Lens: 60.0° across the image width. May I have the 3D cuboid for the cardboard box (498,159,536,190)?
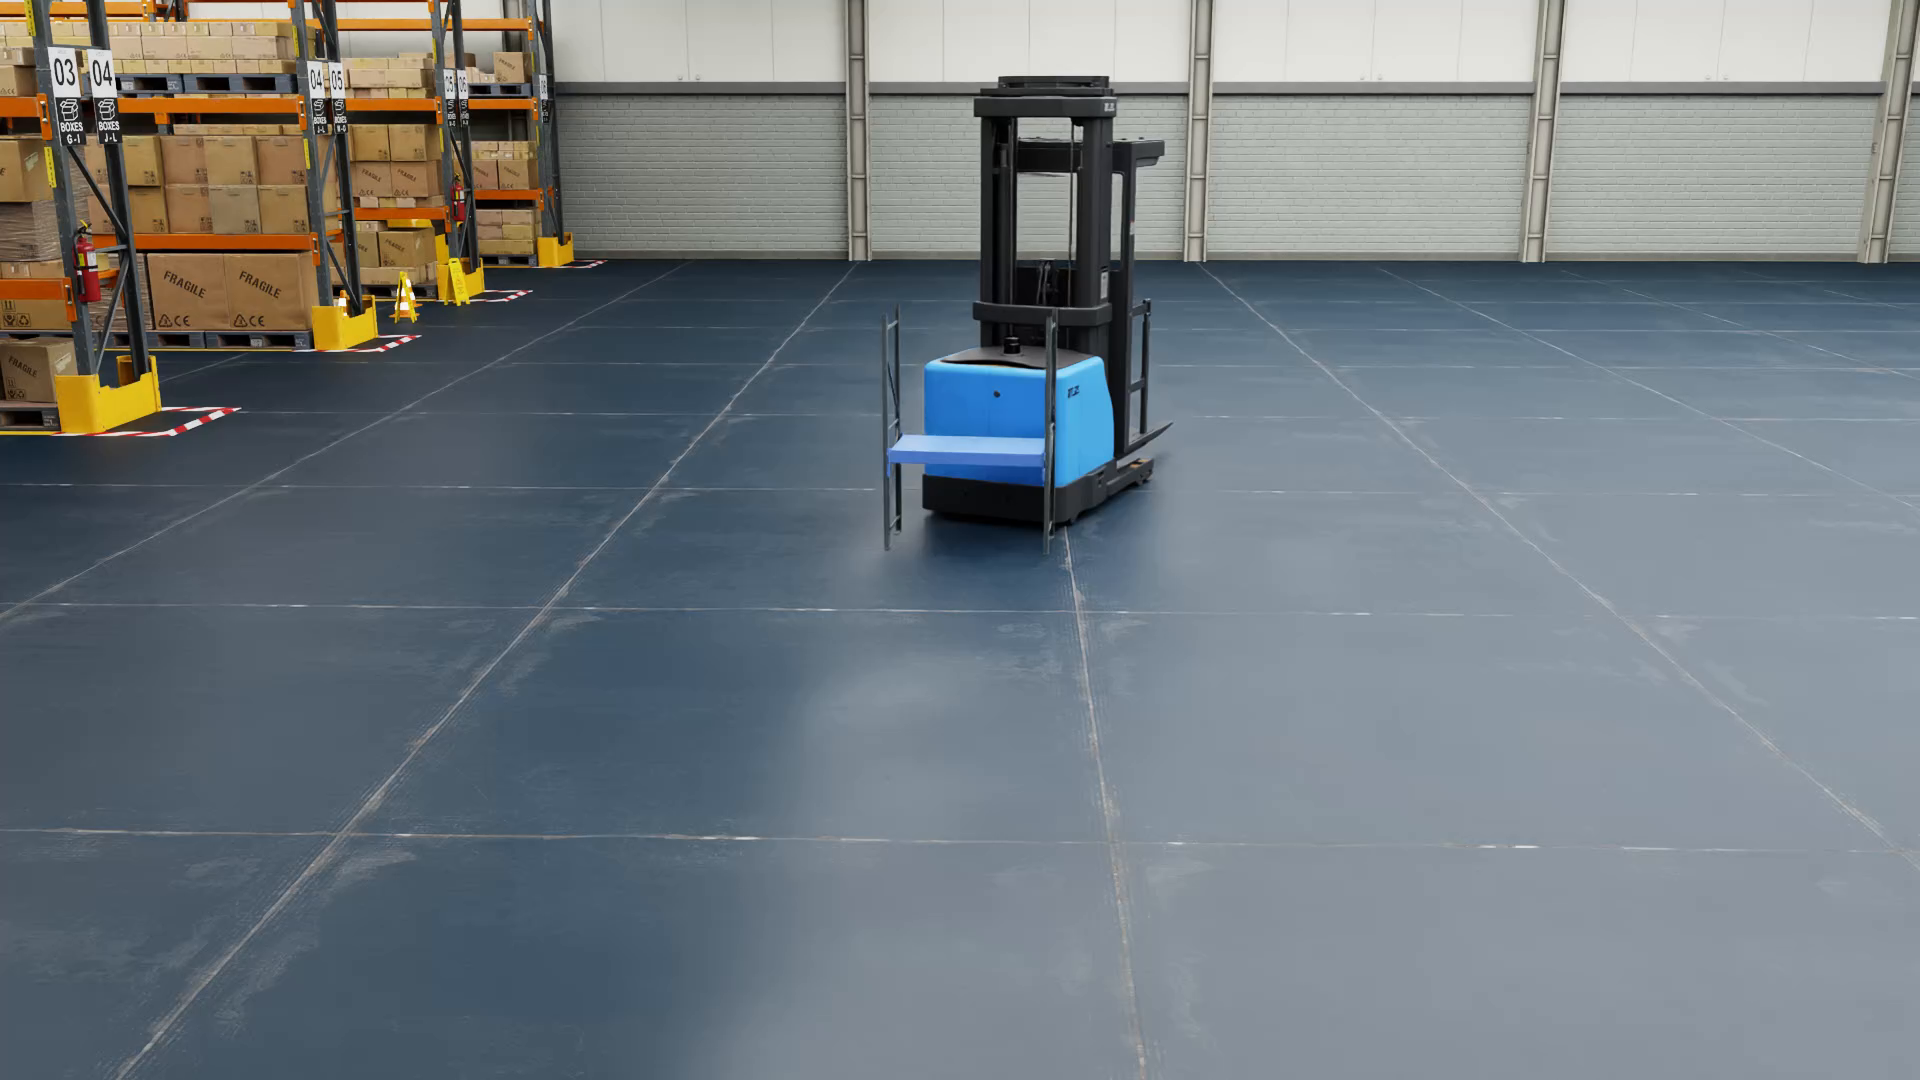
[{"bbox_3d":[-7.620,-6.293,28.615,0.500,0.500,0.500,0,15,0],"label":"cardboard box"}]

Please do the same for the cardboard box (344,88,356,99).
[{"bbox_3d":[-8.625,-6.314,23.505,0.250,0.149,0.380,0,15,1],"label":"cardboard box"}]

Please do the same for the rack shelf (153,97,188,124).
[{"bbox_3d":[-13.243,-6.184,23.929,4.000,0.370,1.077,0,15,1],"label":"rack shelf"}]

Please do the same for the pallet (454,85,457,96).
[{"bbox_3d":[-9.050,-7.734,28.568,1.213,0.211,1.003,0,15,1],"label":"pallet"}]

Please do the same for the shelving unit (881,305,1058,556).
[{"bbox_3d":[0.068,-0.706,10.577,1.048,1.500,0.538,2,15,7],"label":"shelving unit"}]

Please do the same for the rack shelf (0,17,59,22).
[{"bbox_3d":[-17.118,-8.733,28.494,4.000,0.370,1.077,0,15,1],"label":"rack shelf"}]

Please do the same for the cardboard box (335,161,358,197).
[{"bbox_3d":[-8.795,-5.176,23.801,0.500,0.500,0.500,0,15,1],"label":"cardboard box"}]

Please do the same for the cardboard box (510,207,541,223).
[{"bbox_3d":[-7.597,-5.717,29.234,0.500,0.250,0.500,0,15,1],"label":"cardboard box"}]

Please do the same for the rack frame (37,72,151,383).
[{"bbox_3d":[-7.498,-2.515,14.493,0.127,3.000,1.000,0,15,1],"label":"rack frame"}]

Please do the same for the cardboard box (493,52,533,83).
[{"bbox_3d":[-7.570,-7.999,28.183,0.500,0.500,0.500,1,15,3],"label":"cardboard box"}]

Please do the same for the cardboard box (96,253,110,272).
[{"bbox_3d":[-7.777,-2.456,14.762,0.250,0.149,0.380,0,15,1],"label":"cardboard box"}]

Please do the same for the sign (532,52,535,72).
[{"bbox_3d":[-7.149,-8.010,27.860,0.005,0.325,0.100,0,15,1],"label":"sign"}]

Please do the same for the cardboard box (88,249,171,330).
[{"bbox_3d":[-9.741,-2.954,19.499,0.875,0.875,0.875,0,15,2],"label":"cardboard box"}]

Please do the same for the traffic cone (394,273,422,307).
[{"bbox_3d":[-7.707,-3.490,23.159,0.334,0.463,0.336,0,15,1],"label":"traffic cone"}]

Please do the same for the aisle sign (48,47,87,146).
[{"bbox_3d":[-7.443,-3.695,13.870,0.004,0.787,0.394,0,15,1],"label":"aisle sign"}]

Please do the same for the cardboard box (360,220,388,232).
[{"bbox_3d":[-8.421,-4.516,23.902,0.250,0.149,0.380,1,15,3],"label":"cardboard box"}]

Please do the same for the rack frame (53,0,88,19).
[{"bbox_3d":[-15.119,-9.261,28.302,0.127,3.000,1.000,0,15,1],"label":"rack frame"}]

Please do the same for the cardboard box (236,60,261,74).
[{"bbox_3d":[-7.863,-5.277,18.555,0.250,0.149,0.380,0,15,2],"label":"cardboard box"}]

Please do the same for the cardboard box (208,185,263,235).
[{"bbox_3d":[-8.192,-3.841,19.223,0.550,0.550,0.875,0,15,1],"label":"cardboard box"}]

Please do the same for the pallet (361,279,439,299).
[{"bbox_3d":[-8.132,-3.709,24.484,1.213,0.211,1.003,0,15,1],"label":"pallet"}]

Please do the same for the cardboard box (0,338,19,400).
[{"bbox_3d":[-8.720,-1.513,14.771,0.500,0.500,0.500,4,15,16],"label":"cardboard box"}]

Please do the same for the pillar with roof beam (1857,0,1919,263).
[{"bbox_3d":[16.088,-8.189,24.239,0.400,9.000,9.100,0,15,1],"label":"pillar with roof beam"}]

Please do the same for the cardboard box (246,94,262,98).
[{"bbox_3d":[-9.911,-6.327,23.553,0.250,0.149,0.380,0,15,0],"label":"cardboard box"}]

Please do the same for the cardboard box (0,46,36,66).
[{"bbox_3d":[-7.783,-4.008,13.784,0.250,0.149,0.380,0,15,1],"label":"cardboard box"}]

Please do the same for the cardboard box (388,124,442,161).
[{"bbox_3d":[-7.761,-5.666,23.695,0.500,0.500,0.700,0,15,0],"label":"cardboard box"}]

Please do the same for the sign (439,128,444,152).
[{"bbox_3d":[-7.279,-5.614,23.348,0.005,0.325,0.100,0,15,1],"label":"sign"}]

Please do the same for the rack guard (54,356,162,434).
[{"bbox_3d":[-7.574,-1.307,14.814,0.348,0.500,1.175,0,15,1],"label":"rack guard"}]

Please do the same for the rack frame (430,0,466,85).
[{"bbox_3d":[-7.245,-7.943,23.306,0.127,3.000,1.000,0,15,1],"label":"rack frame"}]

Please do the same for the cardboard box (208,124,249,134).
[{"bbox_3d":[-10.299,-5.677,23.738,0.500,0.500,0.700,0,15,2],"label":"cardboard box"}]

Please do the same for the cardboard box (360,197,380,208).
[{"bbox_3d":[-8.394,-4.843,23.809,0.250,0.149,0.380,1,15,2],"label":"cardboard box"}]

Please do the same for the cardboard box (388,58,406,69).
[{"bbox_3d":[-7.847,-6.695,23.386,0.250,0.149,0.380,1,15,2],"label":"cardboard box"}]

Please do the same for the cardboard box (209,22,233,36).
[{"bbox_3d":[-8.121,-5.664,18.460,0.250,0.149,0.380,1,15,2],"label":"cardboard box"}]

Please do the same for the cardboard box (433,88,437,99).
[{"bbox_3d":[-7.568,-6.456,24.043,0.250,0.149,0.380,0,15,1],"label":"cardboard box"}]

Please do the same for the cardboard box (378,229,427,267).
[{"bbox_3d":[-8.052,-4.217,24.041,0.500,0.500,0.500,0,15,2],"label":"cardboard box"}]

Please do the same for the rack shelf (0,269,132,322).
[{"bbox_3d":[-9.497,-2.180,14.634,4.000,0.370,1.077,0,15,1],"label":"rack shelf"}]

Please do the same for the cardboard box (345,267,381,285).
[{"bbox_3d":[-8.577,-3.858,24.149,0.500,0.250,0.500,0,15,2],"label":"cardboard box"}]

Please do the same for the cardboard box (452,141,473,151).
[{"bbox_3d":[-8.505,-6.745,28.475,0.250,0.149,0.380,1,15,3],"label":"cardboard box"}]

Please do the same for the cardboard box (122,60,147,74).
[{"bbox_3d":[-9.136,-5.285,18.586,0.250,0.149,0.380,1,15,2],"label":"cardboard box"}]

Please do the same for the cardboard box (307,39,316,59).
[{"bbox_3d":[-7.746,-5.621,19.077,0.500,0.250,0.500,0,15,1],"label":"cardboard box"}]

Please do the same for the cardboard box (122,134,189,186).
[{"bbox_3d":[-9.282,-4.375,19.131,0.500,0.550,0.875,0,15,1],"label":"cardboard box"}]

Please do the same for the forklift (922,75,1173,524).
[{"bbox_3d":[0.812,-1.857,12.133,1.130,2.935,3.031,7,16,24],"label":"forklift"}]

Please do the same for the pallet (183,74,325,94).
[{"bbox_3d":[-8.012,-5.189,18.921,1.213,0.211,1.003,0,15,1],"label":"pallet"}]

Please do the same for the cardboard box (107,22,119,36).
[{"bbox_3d":[-9.393,-5.672,18.490,0.250,0.149,0.380,0,15,1],"label":"cardboard box"}]

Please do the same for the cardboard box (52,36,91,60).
[{"bbox_3d":[-9.778,-5.498,18.610,0.500,0.250,0.500,0,15,1],"label":"cardboard box"}]

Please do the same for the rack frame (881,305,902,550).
[{"bbox_3d":[-0.435,-0.724,10.643,0.032,1.500,0.500,2,15,7],"label":"rack frame"}]

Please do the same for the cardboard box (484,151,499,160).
[{"bbox_3d":[-7.989,-6.612,28.555,0.250,0.149,0.380,1,15,2],"label":"cardboard box"}]
